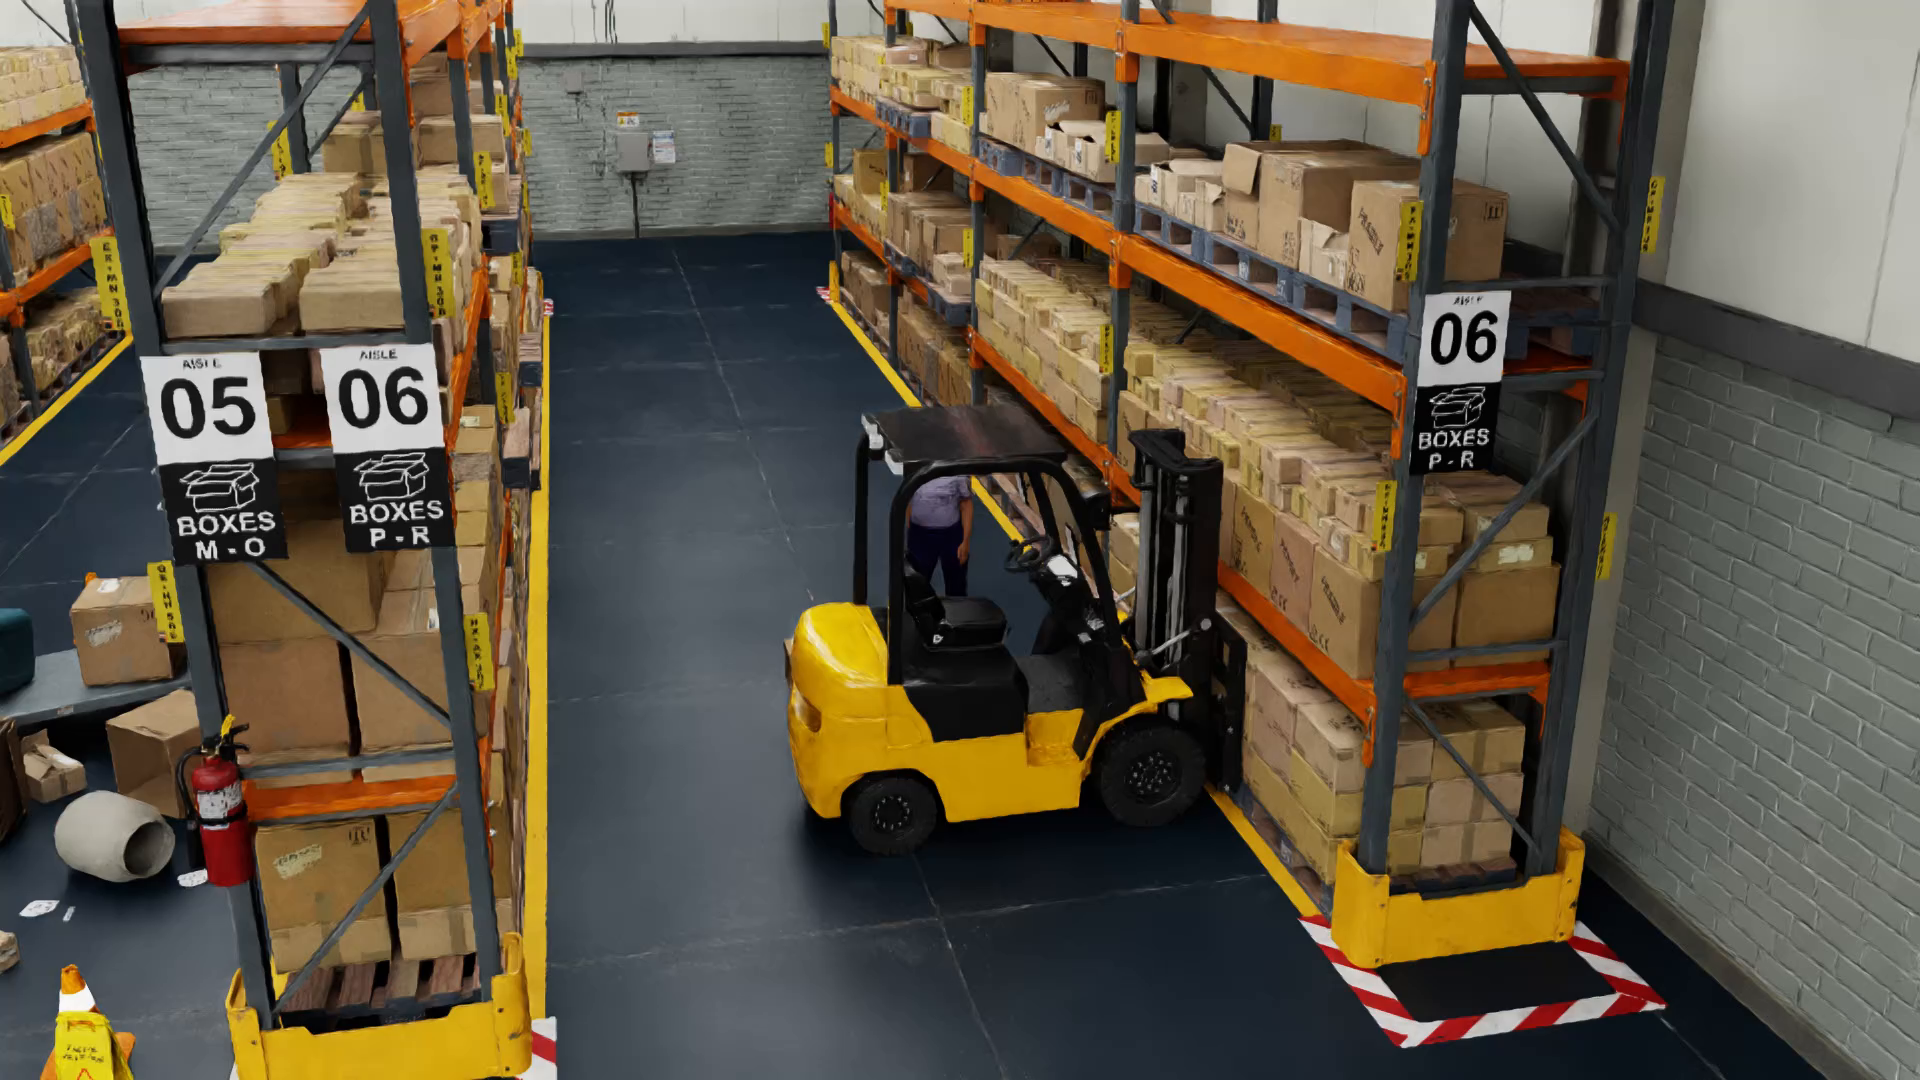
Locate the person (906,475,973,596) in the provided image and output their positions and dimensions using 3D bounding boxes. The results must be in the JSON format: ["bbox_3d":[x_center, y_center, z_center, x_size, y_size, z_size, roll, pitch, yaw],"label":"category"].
[{"bbox_3d":[-0.163,0.011,11.049,0.490,1.643,0.576,5,20,14],"label":"person"}]
